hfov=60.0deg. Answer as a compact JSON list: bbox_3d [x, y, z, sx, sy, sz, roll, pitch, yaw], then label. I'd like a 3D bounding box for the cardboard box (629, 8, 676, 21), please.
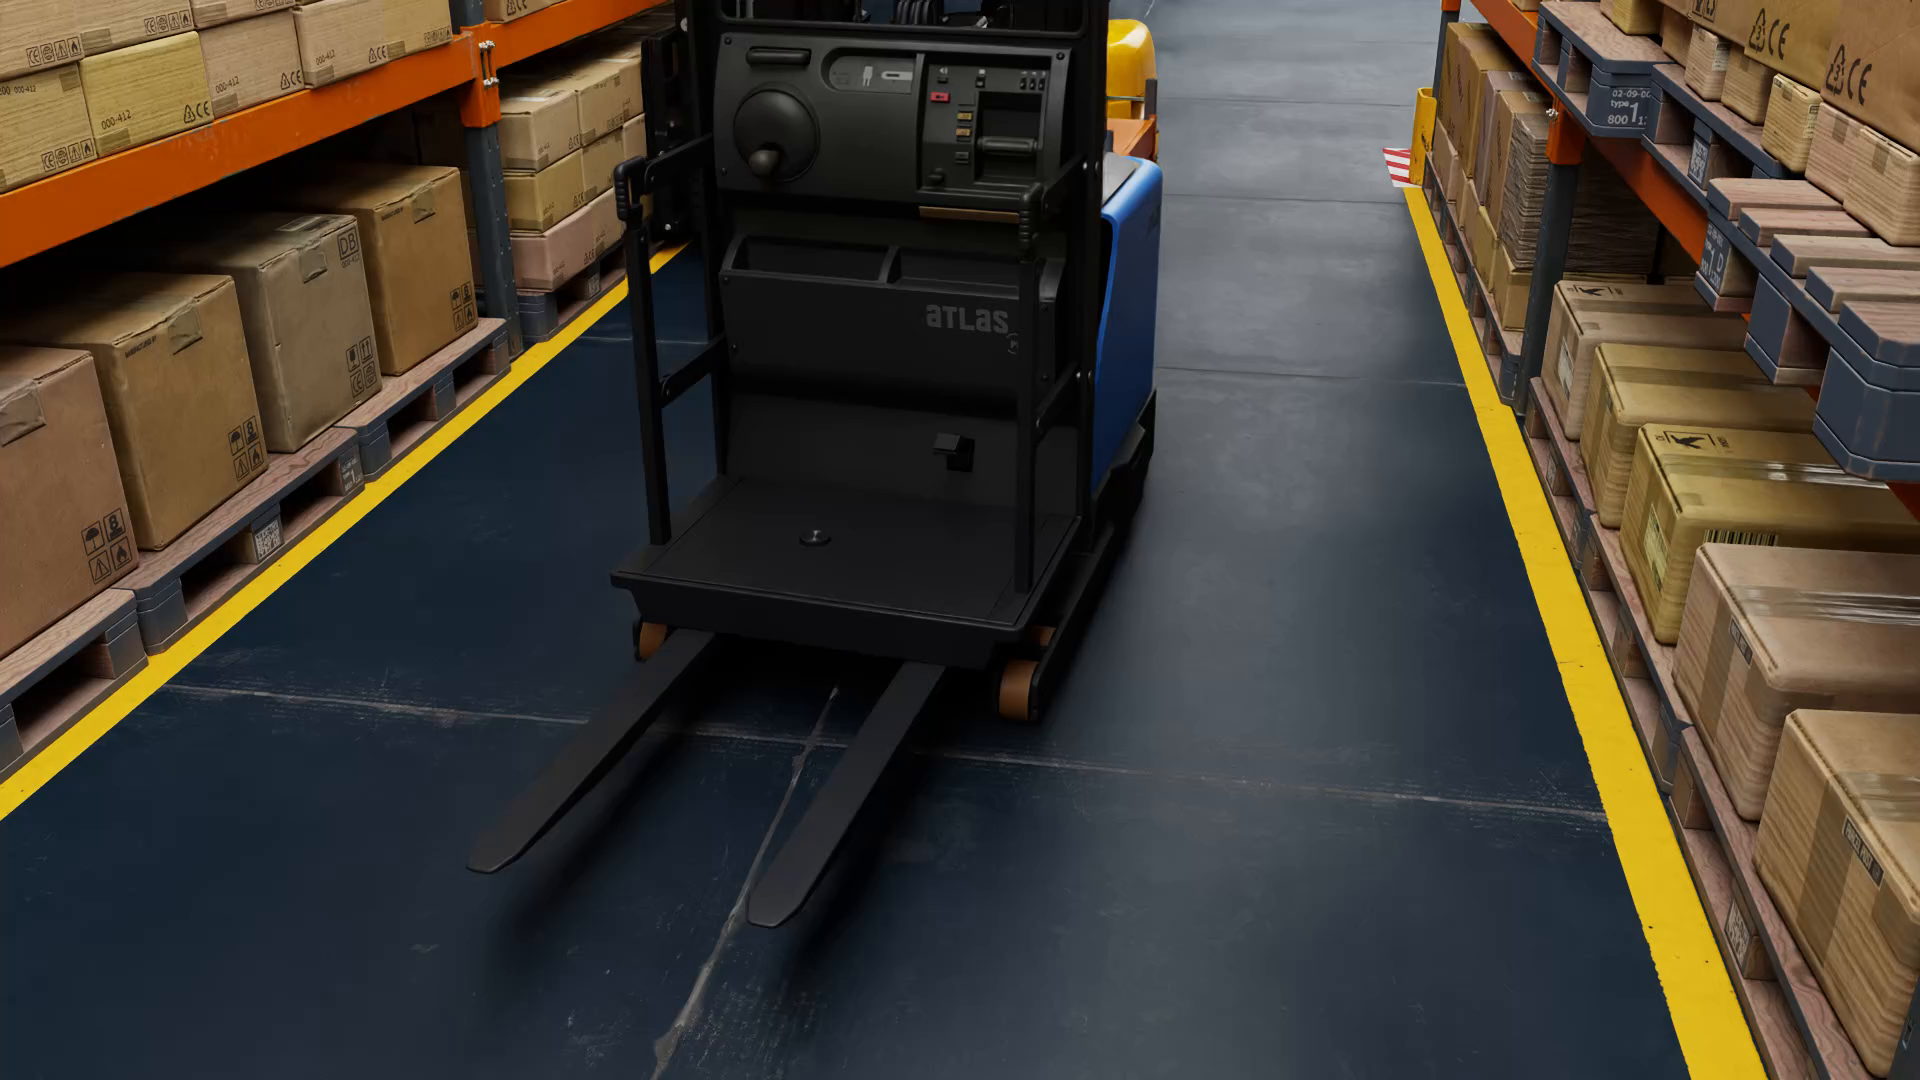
[{"bbox_3d":[-1.505,-2.787,9.235,0.500,0.250,0.500,4,25,9],"label":"cardboard box"}]

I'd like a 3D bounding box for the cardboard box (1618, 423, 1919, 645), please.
[{"bbox_3d":[2.274,0.009,4.297,0.950,0.372,0.625,5,26,10],"label":"cardboard box"}]

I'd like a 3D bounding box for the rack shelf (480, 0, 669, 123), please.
[{"bbox_3d":[-1.987,-2.655,8.233,1.077,0.370,4.000,4,25,9],"label":"rack shelf"}]

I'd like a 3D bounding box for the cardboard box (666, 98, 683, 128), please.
[{"bbox_3d":[-1.673,-2.128,8.417,0.500,0.250,0.500,4,25,8],"label":"cardboard box"}]

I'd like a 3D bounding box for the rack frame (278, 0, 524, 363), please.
[{"bbox_3d":[-2.314,-2.145,6.293,1.000,3.000,0.127,4,25,9],"label":"rack frame"}]

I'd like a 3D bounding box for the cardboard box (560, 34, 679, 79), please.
[{"bbox_3d":[-1.668,-2.364,8.331,0.500,0.250,0.500,4,25,7],"label":"cardboard box"}]

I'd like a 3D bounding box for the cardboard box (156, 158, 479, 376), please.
[{"bbox_3d":[-2.388,-1.040,6.240,0.875,0.625,0.625,5,26,11],"label":"cardboard box"}]

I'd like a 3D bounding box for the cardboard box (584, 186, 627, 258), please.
[{"bbox_3d":[-1.840,-1.482,7.627,0.500,0.250,0.500,3,25,7],"label":"cardboard box"}]

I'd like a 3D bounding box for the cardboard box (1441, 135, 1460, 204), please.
[{"bbox_3d":[2.742,-1.889,8.495,0.500,0.250,0.500,5,26,10],"label":"cardboard box"}]

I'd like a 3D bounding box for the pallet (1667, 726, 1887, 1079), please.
[{"bbox_3d":[2.059,0.807,3.277,1.003,0.211,1.213,4,25,9],"label":"pallet"}]

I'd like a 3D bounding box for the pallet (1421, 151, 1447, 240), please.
[{"bbox_3d":[3.057,-1.843,8.939,1.003,0.211,1.213,4,25,9],"label":"pallet"}]

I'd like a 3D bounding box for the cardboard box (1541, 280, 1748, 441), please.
[{"bbox_3d":[2.500,-0.583,5.561,0.950,0.372,0.625,4,25,9],"label":"cardboard box"}]

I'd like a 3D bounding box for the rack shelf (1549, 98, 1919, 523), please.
[{"bbox_3d":[2.257,-0.640,3.927,1.077,0.370,4.000,4,25,9],"label":"rack shelf"}]

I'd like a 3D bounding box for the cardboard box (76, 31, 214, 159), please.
[{"bbox_3d":[-2.403,-1.215,4.485,0.500,0.250,0.500,5,26,10],"label":"cardboard box"}]

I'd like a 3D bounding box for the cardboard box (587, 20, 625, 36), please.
[{"bbox_3d":[-2.096,-2.610,8.856,0.500,0.250,0.500,4,25,8],"label":"cardboard box"}]

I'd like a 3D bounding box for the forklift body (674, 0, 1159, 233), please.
[{"bbox_3d":[-0.170,-2.514,8.083,2.313,2.155,1.214,4,25,9],"label":"forklift body"}]

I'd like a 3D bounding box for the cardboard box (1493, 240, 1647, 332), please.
[{"bbox_3d":[2.415,-1.013,6.624,0.500,0.250,0.500,5,26,11],"label":"cardboard box"}]

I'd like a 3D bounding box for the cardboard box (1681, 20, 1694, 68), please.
[{"bbox_3d":[2.036,-1.234,4.148,0.380,0.149,0.250,4,25,9],"label":"cardboard box"}]

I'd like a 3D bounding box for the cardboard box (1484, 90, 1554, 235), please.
[{"bbox_3d":[2.497,-1.566,6.920,0.500,0.500,0.500,4,25,9],"label":"cardboard box"}]

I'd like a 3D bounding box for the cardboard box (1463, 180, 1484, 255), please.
[{"bbox_3d":[2.580,-1.449,7.555,0.500,0.250,0.500,4,25,9],"label":"cardboard box"}]

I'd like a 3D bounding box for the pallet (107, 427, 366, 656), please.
[{"bbox_3d":[-2.593,-0.059,5.127,1.003,0.211,1.213,4,25,9],"label":"pallet"}]

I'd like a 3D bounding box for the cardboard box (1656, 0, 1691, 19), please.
[{"bbox_3d":[2.049,-1.581,4.125,0.500,0.500,0.500,4,25,8],"label":"cardboard box"}]

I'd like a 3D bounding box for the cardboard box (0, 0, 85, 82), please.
[{"bbox_3d":[-2.468,-1.226,3.918,0.500,0.250,0.500,3,25,7],"label":"cardboard box"}]

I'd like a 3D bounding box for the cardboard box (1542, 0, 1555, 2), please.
[{"bbox_3d":[2.369,-1.949,6.171,0.380,0.149,0.250,5,25,10],"label":"cardboard box"}]

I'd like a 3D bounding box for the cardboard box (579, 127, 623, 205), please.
[{"bbox_3d":[-1.850,-1.708,7.518,0.500,0.250,0.500,4,25,8],"label":"cardboard box"}]

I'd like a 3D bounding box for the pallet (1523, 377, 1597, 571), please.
[{"bbox_3d":[2.458,-0.214,5.457,1.003,0.211,1.213,4,25,9],"label":"pallet"}]

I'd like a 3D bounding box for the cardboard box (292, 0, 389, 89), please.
[{"bbox_3d":[-2.215,-1.637,5.386,0.500,0.250,0.500,4,25,8],"label":"cardboard box"}]

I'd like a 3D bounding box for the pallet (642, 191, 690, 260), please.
[{"bbox_3d":[-1.946,-1.723,8.682,1.003,0.211,1.213,4,25,9],"label":"pallet"}]

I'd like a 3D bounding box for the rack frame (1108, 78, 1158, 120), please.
[{"bbox_3d":[0.513,-1.281,6.660,0.500,1.125,0.032,6,26,13],"label":"rack frame"}]

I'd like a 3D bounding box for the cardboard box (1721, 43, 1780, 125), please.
[{"bbox_3d":[1.927,-1.013,3.676,0.380,0.149,0.250,3,25,7],"label":"cardboard box"}]

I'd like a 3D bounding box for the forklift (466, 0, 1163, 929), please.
[{"bbox_3d":[-0.241,-1.046,4.027,1.130,2.935,3.031,7,26,15],"label":"forklift"}]

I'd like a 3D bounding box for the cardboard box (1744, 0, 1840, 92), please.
[{"bbox_3d":[1.885,-1.137,3.177,0.500,0.500,0.500,2,25,5],"label":"cardboard box"}]

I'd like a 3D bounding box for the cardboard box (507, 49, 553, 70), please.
[{"bbox_3d":[-2.260,-2.185,7.949,0.500,0.250,0.500,4,25,9],"label":"cardboard box"}]

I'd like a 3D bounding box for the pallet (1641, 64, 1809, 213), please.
[{"bbox_3d":[2.213,-0.873,3.803,1.003,0.211,1.213,4,25,9],"label":"pallet"}]

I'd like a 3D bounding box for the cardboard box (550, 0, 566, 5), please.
[{"bbox_3d":[-1.915,-2.576,7.098,0.500,0.500,0.500,4,25,9],"label":"cardboard box"}]

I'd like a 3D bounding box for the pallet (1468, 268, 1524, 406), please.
[{"bbox_3d":[2.659,-0.823,6.758,1.003,0.211,1.213,4,25,9],"label":"pallet"}]

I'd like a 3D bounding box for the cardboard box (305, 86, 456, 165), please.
[{"bbox_3d":[-2.424,-1.762,7.044,0.500,0.250,0.500,5,25,10],"label":"cardboard box"}]

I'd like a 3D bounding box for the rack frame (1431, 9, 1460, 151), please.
[{"bbox_3d":[3.237,-3.475,9.136,1.000,3.000,0.127,4,25,9],"label":"rack frame"}]

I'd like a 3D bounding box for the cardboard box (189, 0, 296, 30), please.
[{"bbox_3d":[-2.308,-1.651,4.826,0.500,0.250,0.500,5,25,10],"label":"cardboard box"}]

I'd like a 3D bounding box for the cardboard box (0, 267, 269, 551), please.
[{"bbox_3d":[-2.643,-0.402,4.876,0.875,0.625,0.625,3,25,6],"label":"cardboard box"}]

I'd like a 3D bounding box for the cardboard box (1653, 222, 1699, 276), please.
[{"bbox_3d":[2.946,-1.315,6.384,0.500,0.500,0.500,5,26,11],"label":"cardboard box"}]

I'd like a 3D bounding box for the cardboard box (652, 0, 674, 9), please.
[{"bbox_3d":[-1.925,-3.027,9.748,0.500,0.250,0.500,4,25,8],"label":"cardboard box"}]

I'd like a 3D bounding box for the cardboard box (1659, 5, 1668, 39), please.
[{"bbox_3d":[2.161,-1.442,4.593,0.380,0.149,0.250,6,26,12],"label":"cardboard box"}]

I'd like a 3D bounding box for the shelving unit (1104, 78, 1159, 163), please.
[{"bbox_3d":[0.388,-1.072,6.214,0.538,1.125,1.048,6,26,13],"label":"shelving unit"}]

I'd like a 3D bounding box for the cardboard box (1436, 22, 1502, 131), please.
[{"bbox_3d":[2.829,-2.431,8.770,0.500,0.500,0.500,3,25,7],"label":"cardboard box"}]

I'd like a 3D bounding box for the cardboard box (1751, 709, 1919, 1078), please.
[{"bbox_3d":[2.032,0.635,2.959,0.950,0.372,0.625,2,25,5],"label":"cardboard box"}]

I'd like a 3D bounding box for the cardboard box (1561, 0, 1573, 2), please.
[{"bbox_3d":[2.411,-2.185,5.912,0.500,0.500,0.500,3,25,7],"label":"cardboard box"}]

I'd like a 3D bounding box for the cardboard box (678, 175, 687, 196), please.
[{"bbox_3d":[-1.669,-1.909,8.539,0.500,0.250,0.500,5,26,10],"label":"cardboard box"}]

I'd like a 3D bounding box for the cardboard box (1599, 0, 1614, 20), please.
[{"bbox_3d":[2.182,-1.669,5.079,0.380,0.149,0.250,4,25,9],"label":"cardboard box"}]

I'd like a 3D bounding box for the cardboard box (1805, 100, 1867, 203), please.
[{"bbox_3d":[1.770,-0.689,2.986,0.380,0.149,0.250,3,25,6],"label":"cardboard box"}]

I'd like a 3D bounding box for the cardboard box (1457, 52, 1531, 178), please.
[{"bbox_3d":[2.658,-2.003,7.855,0.500,0.500,0.500,5,25,10],"label":"cardboard box"}]

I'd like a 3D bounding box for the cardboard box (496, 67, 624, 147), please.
[{"bbox_3d":[-1.832,-1.936,7.416,0.500,0.250,0.500,4,25,9],"label":"cardboard box"}]
